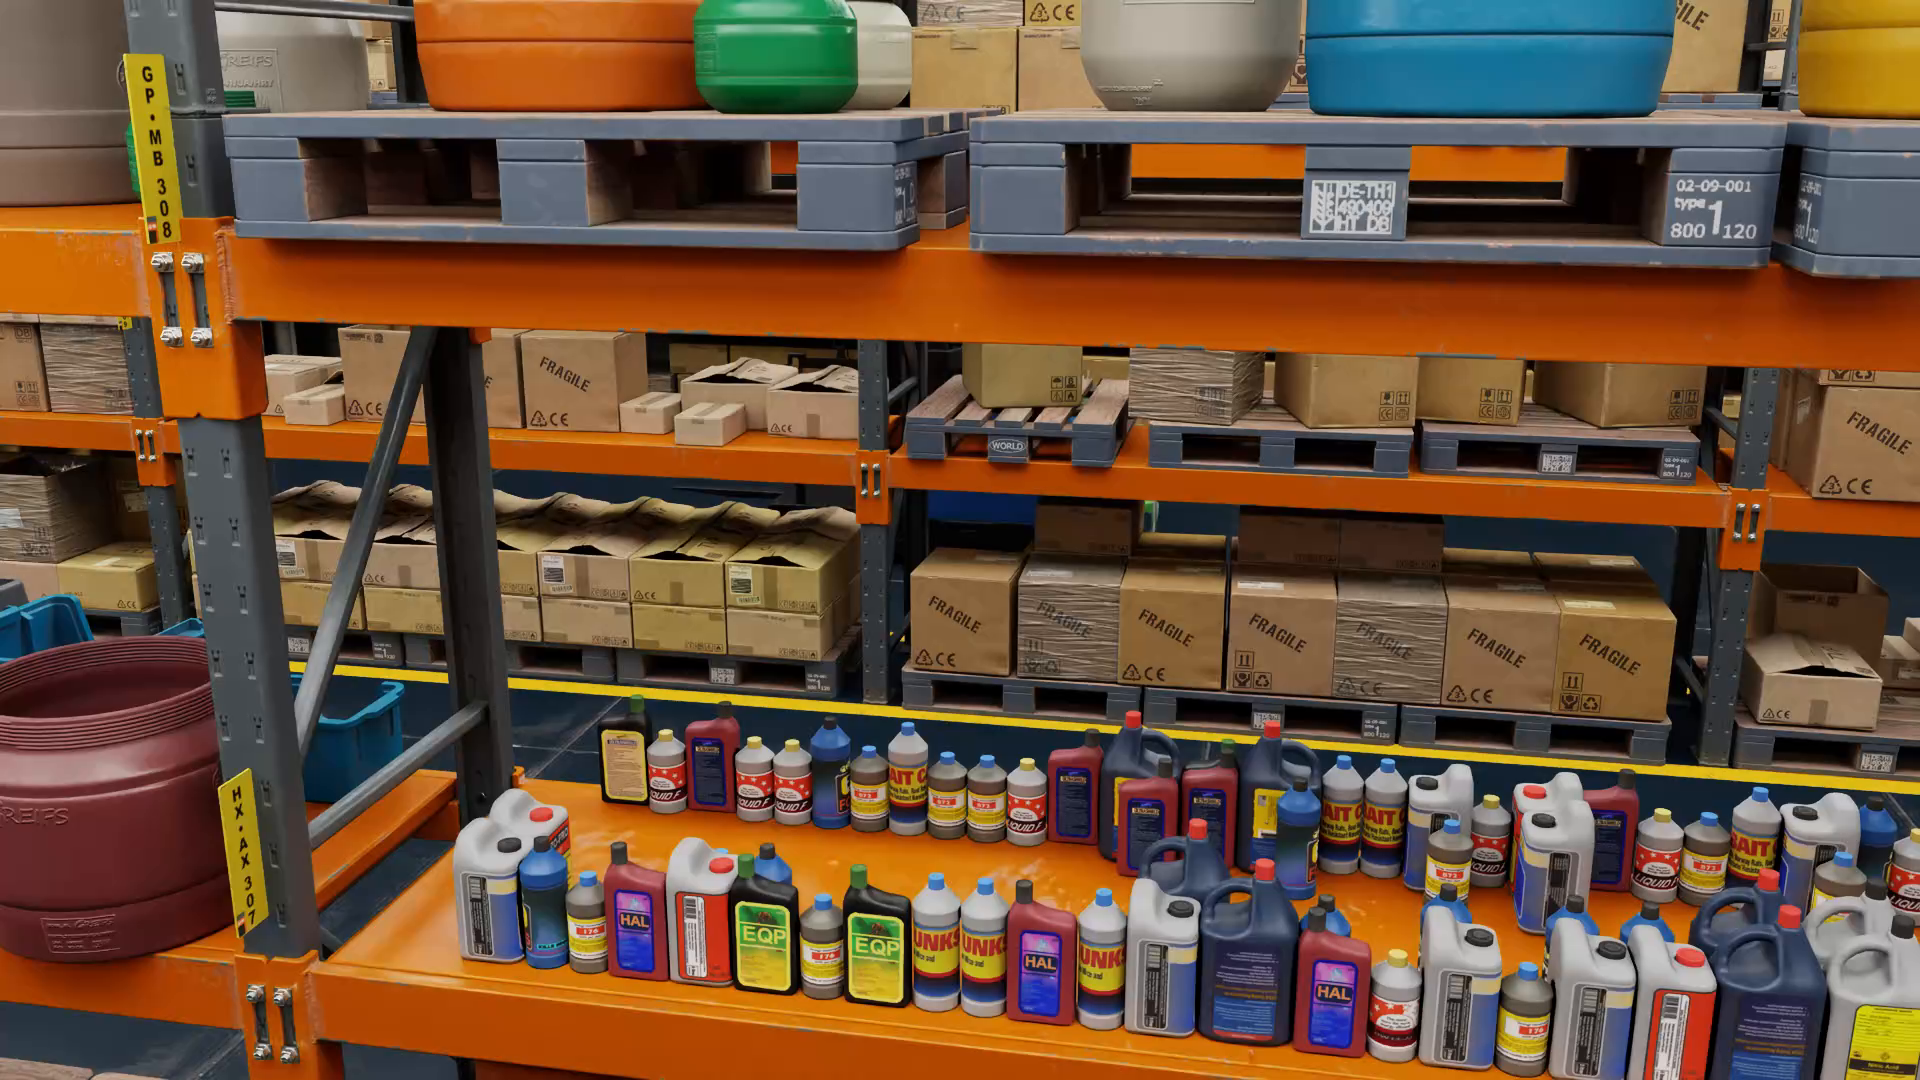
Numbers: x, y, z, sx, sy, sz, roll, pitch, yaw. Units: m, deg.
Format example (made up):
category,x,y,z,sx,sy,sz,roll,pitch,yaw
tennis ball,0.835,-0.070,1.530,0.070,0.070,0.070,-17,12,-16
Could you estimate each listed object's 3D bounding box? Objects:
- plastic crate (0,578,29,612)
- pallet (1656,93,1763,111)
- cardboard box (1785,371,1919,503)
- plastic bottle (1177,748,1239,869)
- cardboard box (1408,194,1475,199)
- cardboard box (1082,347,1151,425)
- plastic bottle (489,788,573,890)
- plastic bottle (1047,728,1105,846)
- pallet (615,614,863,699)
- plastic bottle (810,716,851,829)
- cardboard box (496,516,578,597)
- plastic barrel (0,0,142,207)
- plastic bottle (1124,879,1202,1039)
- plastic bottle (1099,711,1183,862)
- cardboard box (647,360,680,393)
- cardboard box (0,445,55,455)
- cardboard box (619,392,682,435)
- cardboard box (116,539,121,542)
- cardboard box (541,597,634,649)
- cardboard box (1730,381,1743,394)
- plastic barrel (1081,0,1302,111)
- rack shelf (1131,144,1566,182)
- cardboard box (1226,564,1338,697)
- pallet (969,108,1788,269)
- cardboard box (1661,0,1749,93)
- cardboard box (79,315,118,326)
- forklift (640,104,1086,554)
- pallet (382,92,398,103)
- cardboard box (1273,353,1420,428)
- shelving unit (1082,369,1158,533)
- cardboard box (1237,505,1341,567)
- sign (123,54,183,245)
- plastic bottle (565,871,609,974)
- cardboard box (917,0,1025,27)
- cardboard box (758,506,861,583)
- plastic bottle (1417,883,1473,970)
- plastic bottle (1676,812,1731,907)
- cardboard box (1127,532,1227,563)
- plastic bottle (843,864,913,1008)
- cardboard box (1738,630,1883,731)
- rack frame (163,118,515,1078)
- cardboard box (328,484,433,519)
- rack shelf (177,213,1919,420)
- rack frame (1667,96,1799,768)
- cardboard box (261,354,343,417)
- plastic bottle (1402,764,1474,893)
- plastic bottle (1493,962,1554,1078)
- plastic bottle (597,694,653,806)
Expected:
category,x,y,z,sx,sy,sz,roll,pitch,yaw
plastic crate,-2.847,0.362,4.446,0.583,0.464,0.402,3,16,11
pallet,2.961,-1.932,7.581,1.003,0.211,1.213,3,16,11
cardboard box,4.032,-0.474,7.396,0.500,0.500,0.500,4,16,13
plastic bottle,0.577,0.619,3.858,0.133,0.283,0.061,3,16,11
cardboard box,3.657,-2.501,12.716,0.500,0.250,0.500,3,16,12
cardboard box,1.345,-1.126,13.177,0.750,0.750,0.750,3,16,10
plastic bottle,-0.934,0.686,3.628,0.135,0.276,0.152,3,16,11
plastic bottle,0.277,0.586,3.977,0.133,0.283,0.061,3,16,11
pallet,-1.132,0.553,9.100,1.213,0.211,1.003,3,16,11
plastic bottle,-0.316,0.564,4.077,0.097,0.271,0.097,0,15,0
cardboard box,-2.391,0.072,8.928,0.500,0.311,0.500,4,16,13
plastic barrel,-2.085,-1.229,3.751,0.600,0.901,0.600,0,15,0
plastic bottle,0.395,0.800,3.218,0.135,0.276,0.152,3,16,11
plastic bottle,0.425,0.573,3.898,0.185,0.351,0.144,3,16,11
cardboard box,-2.545,-1.218,14.129,0.500,0.500,0.700,4,16,13
cardboard box,-5.625,-0.348,10.088,0.500,0.500,0.500,3,16,11
cardboard box,-1.594,-0.669,8.758,0.250,0.149,0.380,4,16,15
cardboard box,-5.136,0.041,10.088,0.500,0.250,0.500,3,16,11
cardboard box,-1.895,0.368,8.910,0.500,0.250,0.500,3,16,12
cardboard box,5.955,-1.082,12.460,0.250,0.149,0.380,3,16,9
plastic barrel,0.443,-1.100,3.183,0.433,0.535,0.433,0,15,0
rack shelf,1.627,-1.729,7.844,4.000,0.370,1.077,3,16,11
cardboard box,1.573,0.436,8.159,0.500,0.500,0.500,3,16,9
pallet,0.696,-0.659,2.986,1.213,0.211,1.003,3,16,11
cardboard box,3.108,-2.314,7.448,0.600,0.600,0.600,2,16,6
cardboard box,-4.562,-1.269,9.051,0.250,0.149,0.380,3,16,11
forklift,-0.687,-1.422,11.134,3.031,2.935,1.130,3,16,12
pallet,-2.113,-2.163,8.415,1.213,0.211,1.003,4,16,14
cardboard box,1.843,-0.852,7.976,0.500,0.500,0.700,-1,16,-3
shelving unit,1.070,-0.516,11.108,0.503,1.200,0.258,3,16,12
cardboard box,1.689,-0.062,8.550,0.500,0.250,0.500,3,16,10
sign,-1.427,-0.692,2.948,0.005,0.325,0.100,3,16,11
plastic bottle,-0.761,0.781,3.427,0.097,0.201,0.097,0,15,0
cardboard box,0.093,-2.688,7.896,0.500,0.500,0.500,3,16,11
cardboard box,-0.788,0.011,9.147,0.500,0.311,0.500,4,16,13
plastic bottle,0.940,0.798,3.234,0.097,0.271,0.097,0,15,0
plastic bottle,1.656,0.705,3.700,0.097,0.201,0.097,0,15,0
cardboard box,1.137,0.272,8.750,0.500,0.500,0.500,3,16,9
plastic bottle,-0.163,0.779,3.281,0.133,0.283,0.061,3,16,11
cardboard box,3.955,0.639,7.780,0.500,0.311,0.500,3,16,11
rack frame,-1.324,0.559,3.856,0.127,3.000,1.000,3,16,11
cardboard box,-3.288,-0.125,9.636,0.500,0.311,0.500,4,16,13
rack shelf,0.636,-0.434,3.167,4.000,0.370,1.077,3,16,11
rack frame,3.587,-0.524,7.765,0.127,3.000,1.000,3,16,11
cardboard box,-3.762,-0.863,9.268,0.500,0.250,0.500,4,16,15
plastic bottle,1.084,0.645,3.775,0.135,0.276,0.152,3,16,11
plastic bottle,1.042,0.879,3.074,0.097,0.201,0.097,0,15,0
plastic bottle,-0.843,0.525,4.196,0.133,0.283,0.061,3,16,11
